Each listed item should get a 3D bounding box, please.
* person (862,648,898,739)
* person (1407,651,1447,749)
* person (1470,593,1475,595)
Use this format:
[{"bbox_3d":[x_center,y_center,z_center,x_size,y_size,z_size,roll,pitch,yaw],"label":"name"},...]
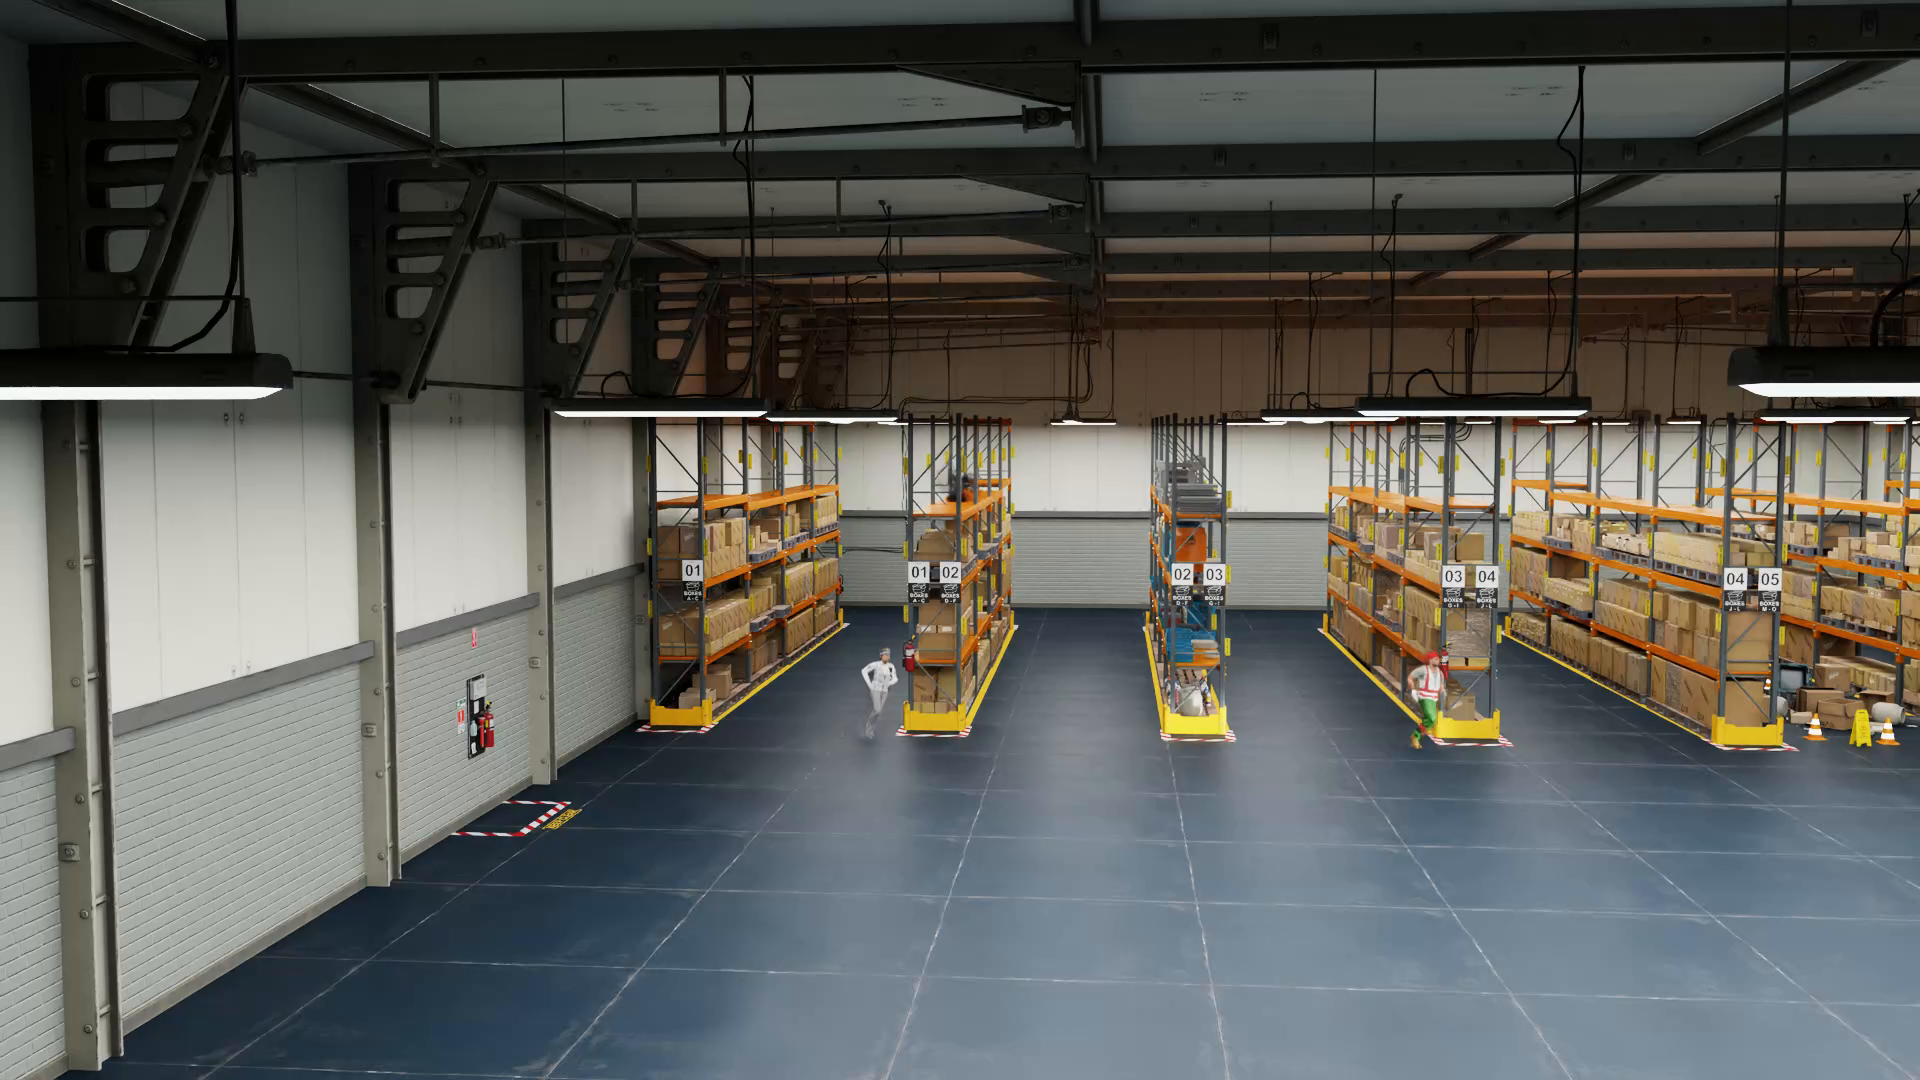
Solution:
[{"bbox_3d":[-1.486,2.828,30.827,0.638,1.690,0.626,-2,4,-31],"label":"person"},{"bbox_3d":[8.378,2.853,29.631,0.697,1.728,0.612,-2,4,-30],"label":"person"},{"bbox_3d":[14.167,1.711,46.892,0.650,1.684,0.768,-4,5,-43],"label":"person"}]
